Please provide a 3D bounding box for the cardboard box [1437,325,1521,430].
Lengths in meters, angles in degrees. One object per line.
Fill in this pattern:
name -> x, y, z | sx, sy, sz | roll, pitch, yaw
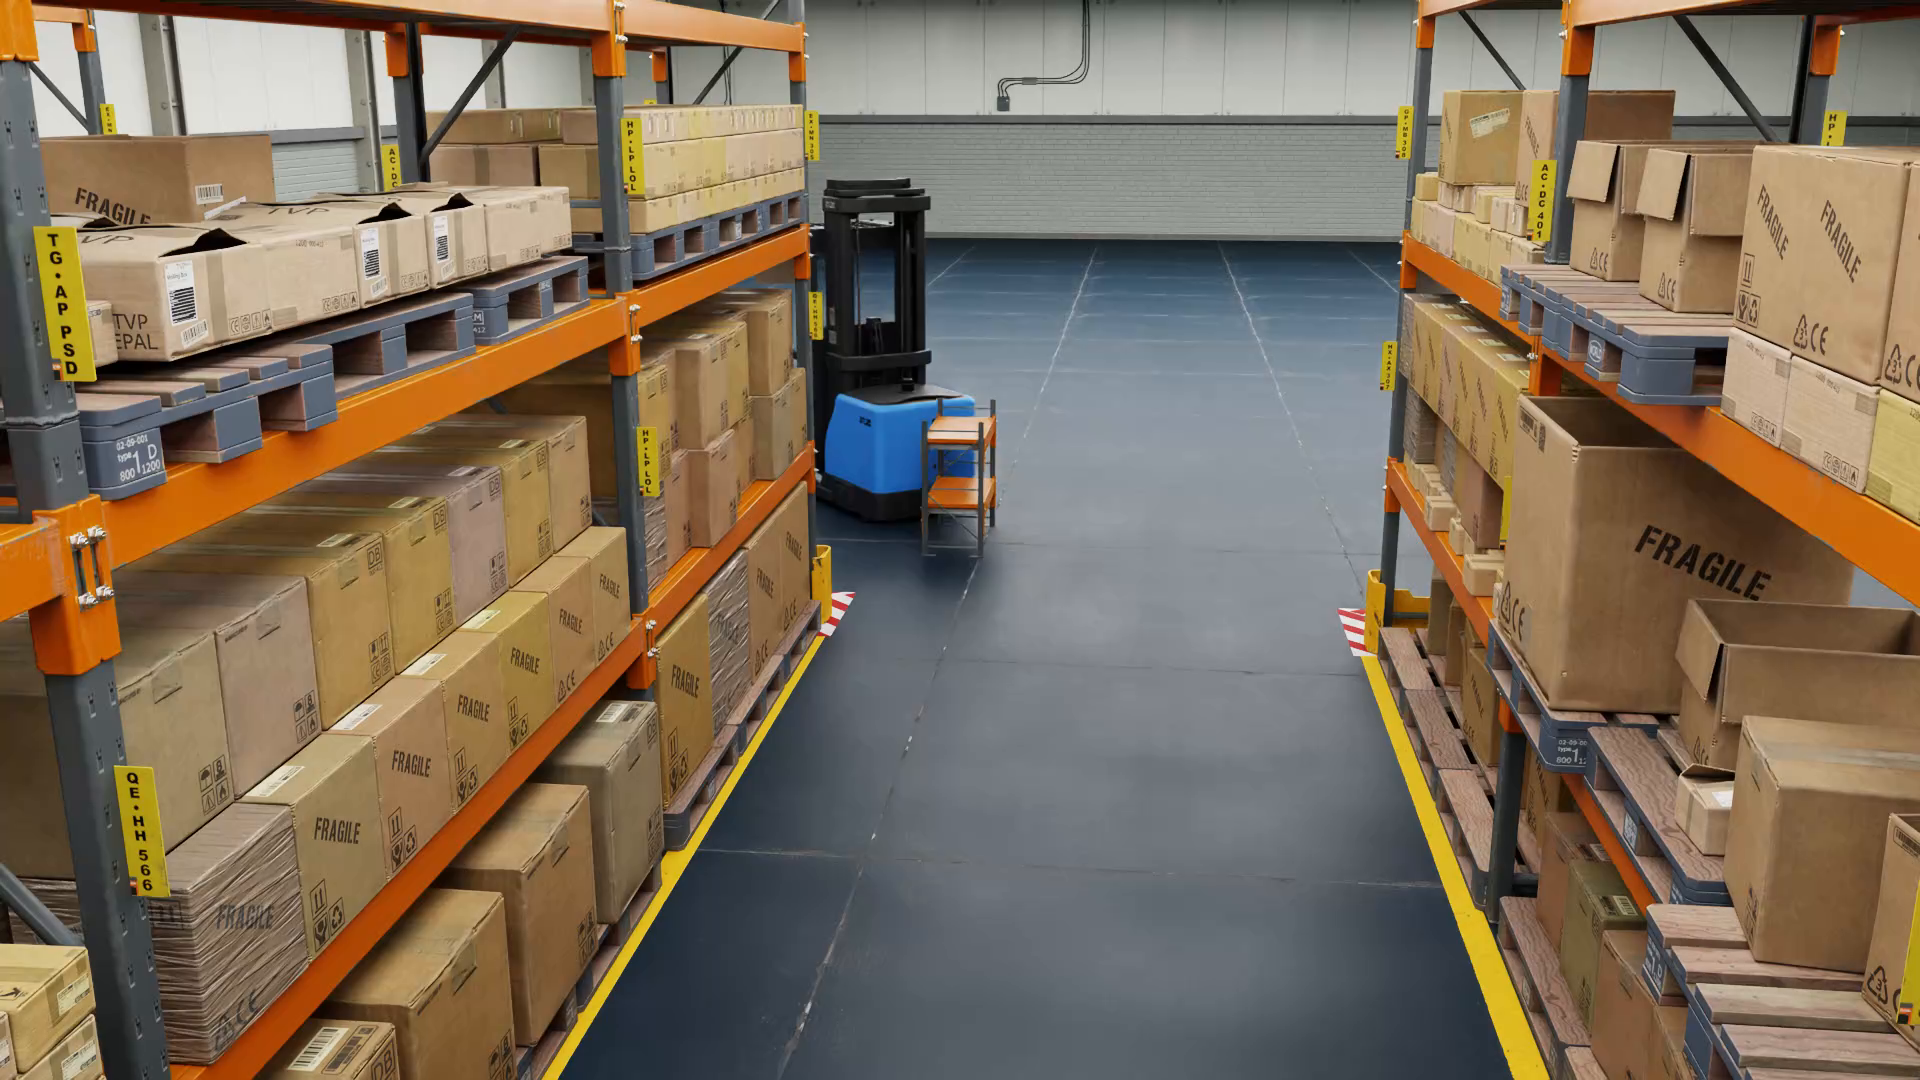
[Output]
cardboard box -> 2.882, -0.870, 8.956 | 0.500, 0.500, 0.500 | 2, 15, 6

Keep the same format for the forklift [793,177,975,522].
forklift -> -1.027, -1.912, 15.618 | 1.130, 2.935, 3.031 | -9, 17, -29

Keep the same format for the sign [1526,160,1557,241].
sign -> 2.392, -1.393, 6.831 | 0.100, 0.325, 0.005 | 2, 15, 6

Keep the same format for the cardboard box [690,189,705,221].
cardboard box -> -1.520, -1.713, 8.489 | 0.380, 0.149, 0.250 | 1, 15, 5

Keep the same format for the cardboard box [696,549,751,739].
cardboard box -> -1.746, 0.574, 9.559 | 0.875, 0.875, 0.875 | 2, 15, 7

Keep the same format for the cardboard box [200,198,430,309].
cardboard box -> -2.021, -0.917, 5.235 | 0.500, 0.311, 0.500 | 1, 15, 5

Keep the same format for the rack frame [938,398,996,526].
rack frame -> 0.057, -0.673, 14.496 | 0.500, 1.125, 0.032 | 2, 15, 6

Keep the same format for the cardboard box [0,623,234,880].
cardboard box -> -2.375, 0.536, 4.325 | 0.700, 0.500, 0.500 | 2, 15, 6

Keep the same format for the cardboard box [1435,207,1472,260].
cardboard box -> 2.961, -1.715, 9.299 | 0.500, 0.250, 0.500 | 2, 15, 6

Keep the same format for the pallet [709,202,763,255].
pallet -> -1.742, -1.787, 9.446 | 1.003, 0.211, 1.213 | 2, 15, 6

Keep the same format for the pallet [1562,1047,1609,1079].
pallet -> 2.711, 2.184, 5.682 | 1.003, 0.211, 1.213 | 2, 15, 6

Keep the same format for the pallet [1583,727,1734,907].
pallet -> 2.664, 0.934, 5.330 | 1.003, 0.211, 1.213 | 2, 15, 6

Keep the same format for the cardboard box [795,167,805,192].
cardboard box -> -1.234, -2.373, 10.930 | 0.380, 0.149, 0.250 | 2, 15, 6

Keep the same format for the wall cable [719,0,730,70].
wall cable -> -4.650, -13.263, 42.247 | 3.097, 2.526, 0.112 | 2, 15, 6

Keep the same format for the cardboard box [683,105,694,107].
cardboard box -> -1.916, -2.712, 10.656 | 0.380, 0.149, 0.250 | 2, 15, 7

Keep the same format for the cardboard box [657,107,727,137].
cardboard box -> -1.463, -2.231, 8.878 | 0.380, 0.149, 0.250 | 2, 15, 6

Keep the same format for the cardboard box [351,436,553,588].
cardboard box -> -2.091, -0.123, 6.762 | 0.700, 0.500, 0.500 | 1, 15, 5

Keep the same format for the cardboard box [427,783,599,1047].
cardboard box -> -2.078, 1.443, 6.584 | 1.050, 0.750, 0.750 | 2, 15, 6

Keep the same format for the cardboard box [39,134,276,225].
cardboard box -> -2.518, -1.023, 5.264 | 0.500, 0.500, 0.500 | 2, 15, 6

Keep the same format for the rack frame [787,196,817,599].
rack frame -> -1.533, -0.891, 11.712 | 1.000, 3.000, 0.127 | 2, 15, 6

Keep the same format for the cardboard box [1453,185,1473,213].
cardboard box -> 2.942, -1.886, 9.168 | 0.380, 0.149, 0.250 | 1, 15, 4

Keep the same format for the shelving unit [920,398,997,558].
shelving unit -> -0.001, -0.541, 14.009 | 0.538, 1.125, 1.048 | 2, 15, 6

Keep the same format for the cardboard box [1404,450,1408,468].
cardboard box -> 3.115, -0.531, 10.860 | 0.380, 0.149, 0.250 | 2, 15, 6

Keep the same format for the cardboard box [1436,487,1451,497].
cardboard box -> 2.980, -0.207, 9.661 | 0.380, 0.149, 0.250 | 2, 15, 6

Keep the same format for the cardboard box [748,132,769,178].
cardboard box -> -1.426, -2.267, 9.773 | 0.500, 0.250, 0.500 | 2, 15, 6

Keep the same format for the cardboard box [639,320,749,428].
cardboard box -> -1.713, -0.962, 9.618 | 0.875, 0.550, 0.500 | 2, 15, 6

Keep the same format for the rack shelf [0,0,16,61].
rack shelf -> -2.662, -0.654, 1.484 | 1.077, 0.370, 4.000 | 2, 15, 6

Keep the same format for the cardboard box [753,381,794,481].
cardboard box -> -1.570, -0.723, 10.802 | 0.875, 0.550, 0.550 | 2, 15, 6

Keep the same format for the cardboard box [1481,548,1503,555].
cardboard box -> 2.867, 0.118, 8.459 | 0.380, 0.149, 0.250 | 2, 15, 6

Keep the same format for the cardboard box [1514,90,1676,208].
cardboard box -> 2.730, -1.687, 7.189 | 0.500, 0.500, 0.500 | 1, 15, 5

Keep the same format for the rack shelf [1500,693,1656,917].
rack shelf -> 2.707, 1.184, 5.414 | 1.077, 0.370, 4.000 | 2, 15, 6

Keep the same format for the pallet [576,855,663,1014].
pallet -> -1.997, 1.694, 7.491 | 1.003, 0.211, 1.213 | 2, 15, 6

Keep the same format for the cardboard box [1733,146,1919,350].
cardboard box -> 2.404, -0.774, 4.383 | 0.500, 0.500, 0.500 | 2, 15, 7

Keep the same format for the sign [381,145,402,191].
sign -> -2.536, -1.606, 7.465 | 0.100, 0.325, 0.005 | 2, 15, 6

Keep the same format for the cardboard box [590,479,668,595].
cardboard box -> -1.955, -0.022, 8.211 | 0.875, 0.550, 0.550 | 2, 15, 6

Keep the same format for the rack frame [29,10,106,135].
rack frame -> -6.463, -3.907, 11.371 | 1.000, 3.000, 0.127 | 2, 15, 6

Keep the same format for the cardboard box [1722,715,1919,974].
cardboard box -> 2.466, 0.816, 4.403 | 0.700, 0.500, 0.500 | 4, 16, 15

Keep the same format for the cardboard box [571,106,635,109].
cardboard box -> -2.060, -2.381, 9.431 | 0.380, 0.149, 0.250 | 2, 15, 7

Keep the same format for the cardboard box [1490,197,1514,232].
cardboard box -> 2.751, -1.549, 7.922 | 0.380, 0.149, 0.250 | 1, 15, 5

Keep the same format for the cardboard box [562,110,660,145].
cardboard box -> -1.606, -1.901, 7.657 | 0.380, 0.149, 0.250 | 2, 15, 7

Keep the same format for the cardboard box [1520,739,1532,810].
cardboard box -> 3.074, 1.071, 8.439 | 0.500, 0.500, 0.500 | 7, 17, 24

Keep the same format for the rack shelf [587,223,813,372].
rack shelf -> -1.759, -1.473, 9.496 | 1.077, 0.370, 4.000 | 2, 15, 6

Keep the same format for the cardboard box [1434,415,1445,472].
cardboard box -> 3.357, -0.636, 10.006 | 0.875, 0.500, 0.500 | 2, 15, 6

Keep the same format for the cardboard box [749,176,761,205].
cardboard box -> -1.378, -2.043, 9.711 | 0.380, 0.149, 0.250 | 2, 15, 7

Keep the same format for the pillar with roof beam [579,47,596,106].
pillar with roof beam -> -4.707, -11.552, 39.645 | 9.100, 9.000, 0.400 | 2, 15, 6

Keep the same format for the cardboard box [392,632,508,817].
cardboard box -> -1.947, 0.635, 5.876 | 0.500, 0.500, 0.500 | 2, 15, 6

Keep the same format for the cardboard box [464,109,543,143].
cardboard box -> -2.231, -1.986, 7.973 | 0.380, 0.149, 0.250 | 2, 15, 6

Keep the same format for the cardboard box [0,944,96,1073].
cardboard box -> -2.036, 0.955, 3.419 | 0.380, 0.149, 0.250 | 1, 15, 4

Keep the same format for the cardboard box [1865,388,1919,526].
cardboard box -> 2.291, -0.150, 3.512 | 0.500, 0.250, 0.500 | 2, 15, 6

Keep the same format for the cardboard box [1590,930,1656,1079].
cardboard box -> 2.706, 1.739, 5.929 | 0.700, 0.500, 0.500 | 0, 15, 1

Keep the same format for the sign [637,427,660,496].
sign -> -1.444, -0.361, 7.685 | 0.100, 0.325, 0.005 | 2, 15, 6

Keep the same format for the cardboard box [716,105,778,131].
cardboard box -> -1.320, -2.558, 10.088 | 0.380, 0.149, 0.250 | 2, 15, 7
